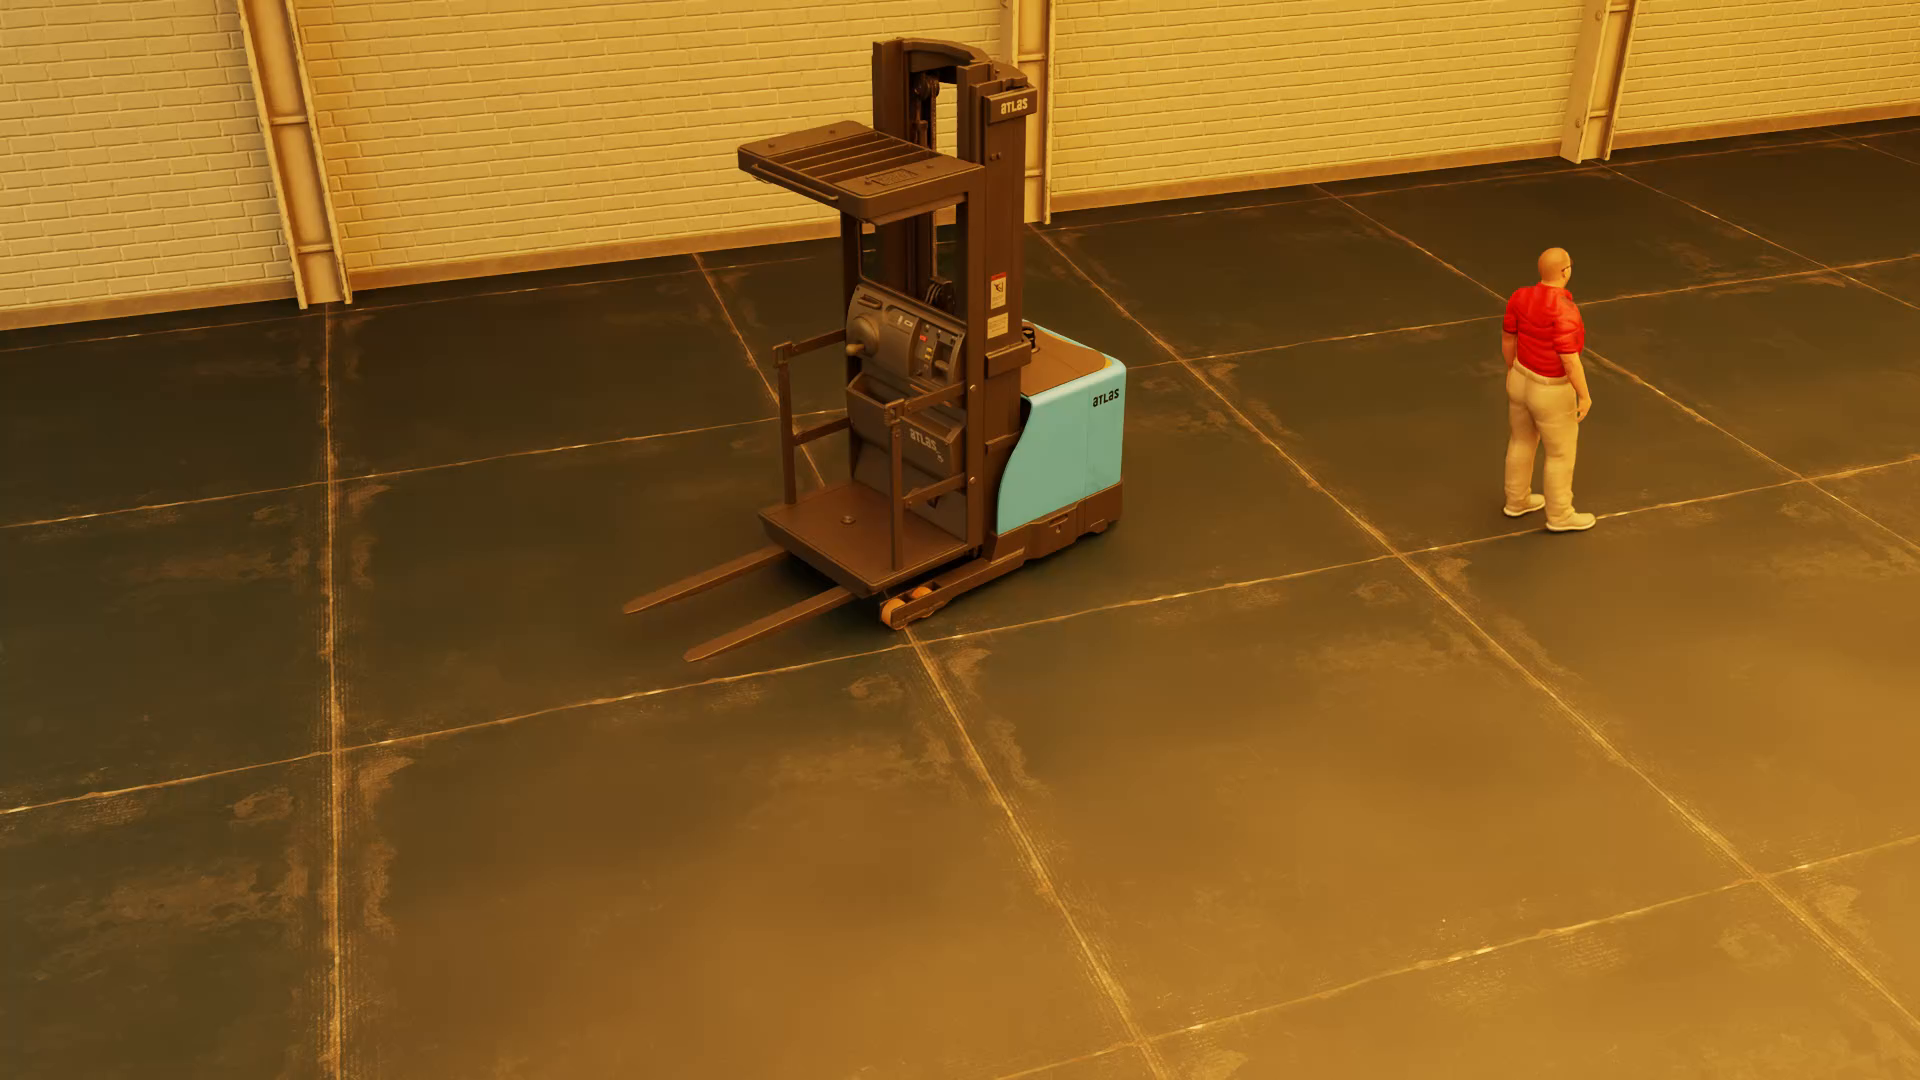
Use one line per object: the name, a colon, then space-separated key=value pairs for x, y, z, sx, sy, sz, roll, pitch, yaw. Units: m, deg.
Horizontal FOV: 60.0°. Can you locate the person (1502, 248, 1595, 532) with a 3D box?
person: x=3.525 y=-0.911 z=9.864 sx=0.545 sy=1.729 sz=0.632 roll=-14 pitch=33 yaw=-23

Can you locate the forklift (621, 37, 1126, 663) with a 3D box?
forklift: x=-0.461 y=-1.072 z=8.951 sx=3.031 sy=2.935 sz=1.130 roll=-23 pitch=37 yaw=-34
